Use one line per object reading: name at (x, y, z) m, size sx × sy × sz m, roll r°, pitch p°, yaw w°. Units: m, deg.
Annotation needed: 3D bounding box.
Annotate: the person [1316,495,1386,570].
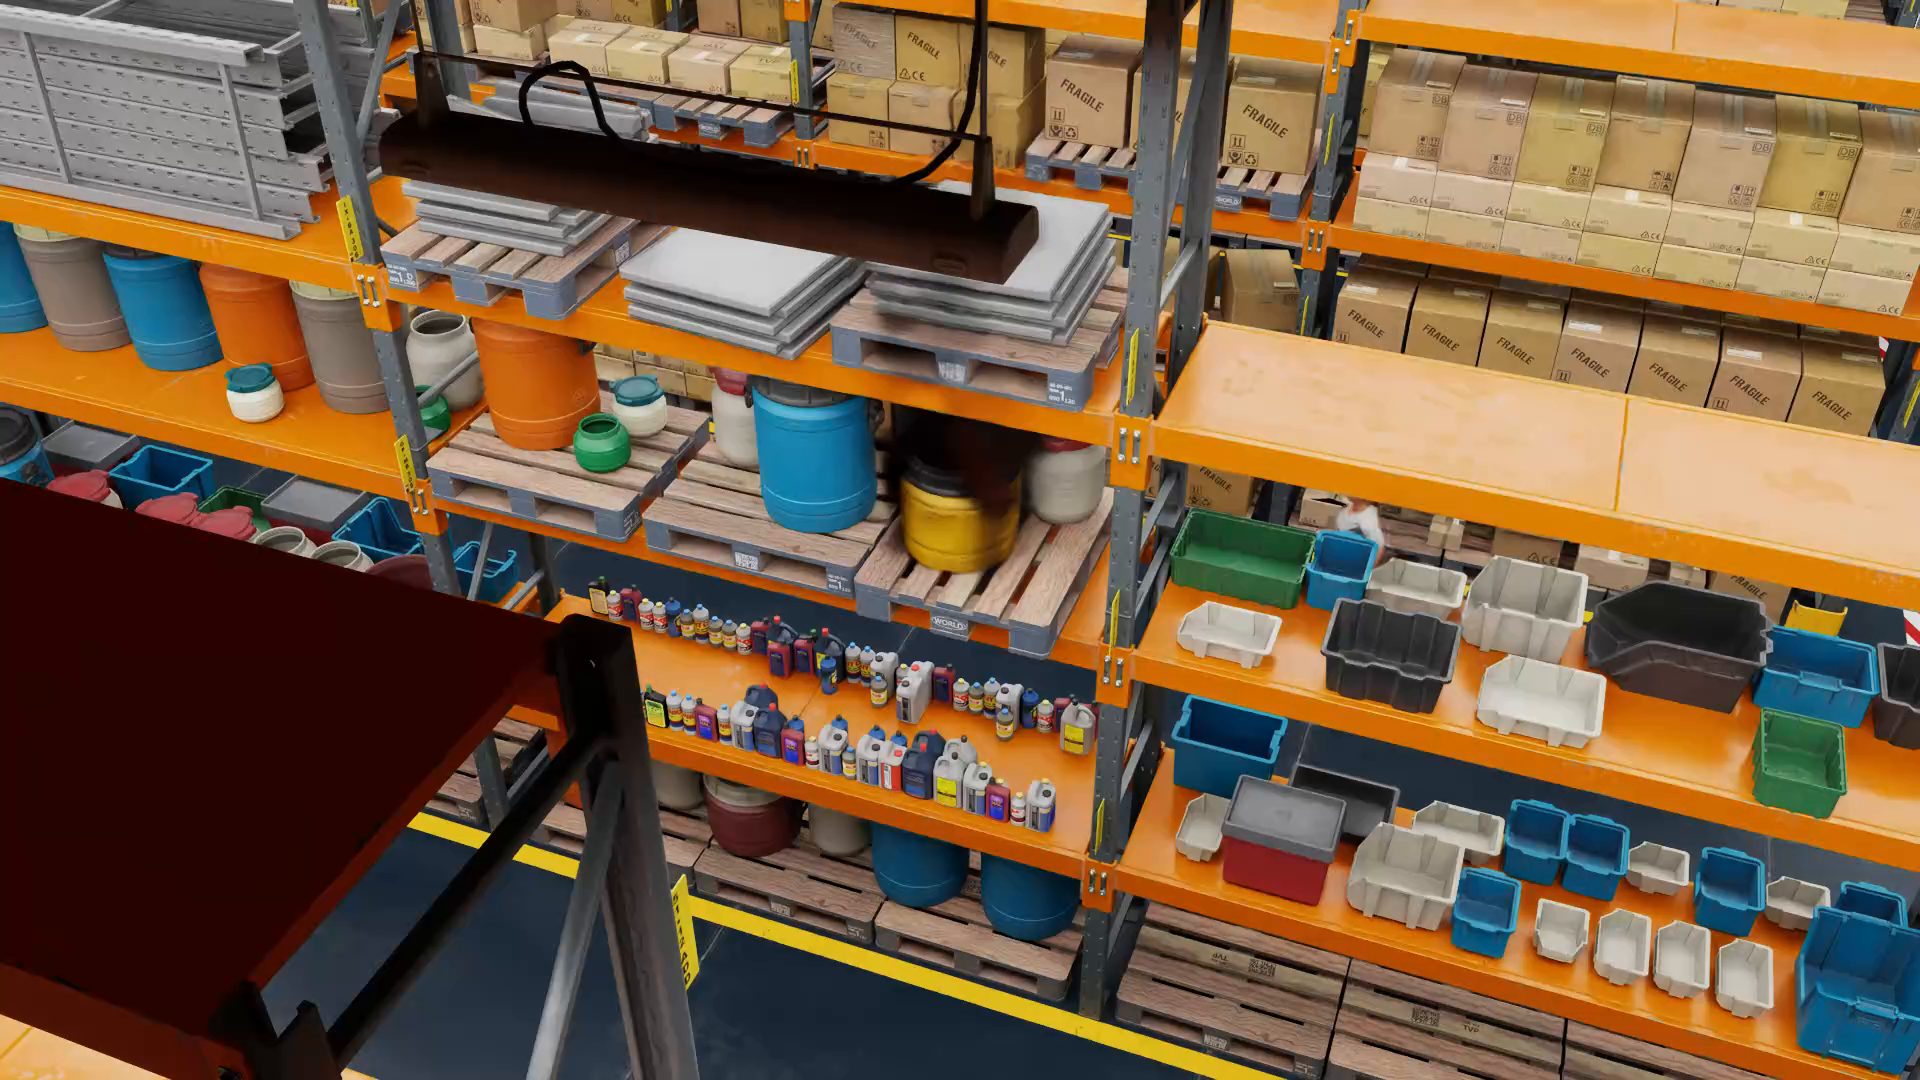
person at (2.710, 0.226, 11.240) m, size 0.731 × 1.653 × 0.549 m, roll 6°, pitch 37°, yaw 7°
